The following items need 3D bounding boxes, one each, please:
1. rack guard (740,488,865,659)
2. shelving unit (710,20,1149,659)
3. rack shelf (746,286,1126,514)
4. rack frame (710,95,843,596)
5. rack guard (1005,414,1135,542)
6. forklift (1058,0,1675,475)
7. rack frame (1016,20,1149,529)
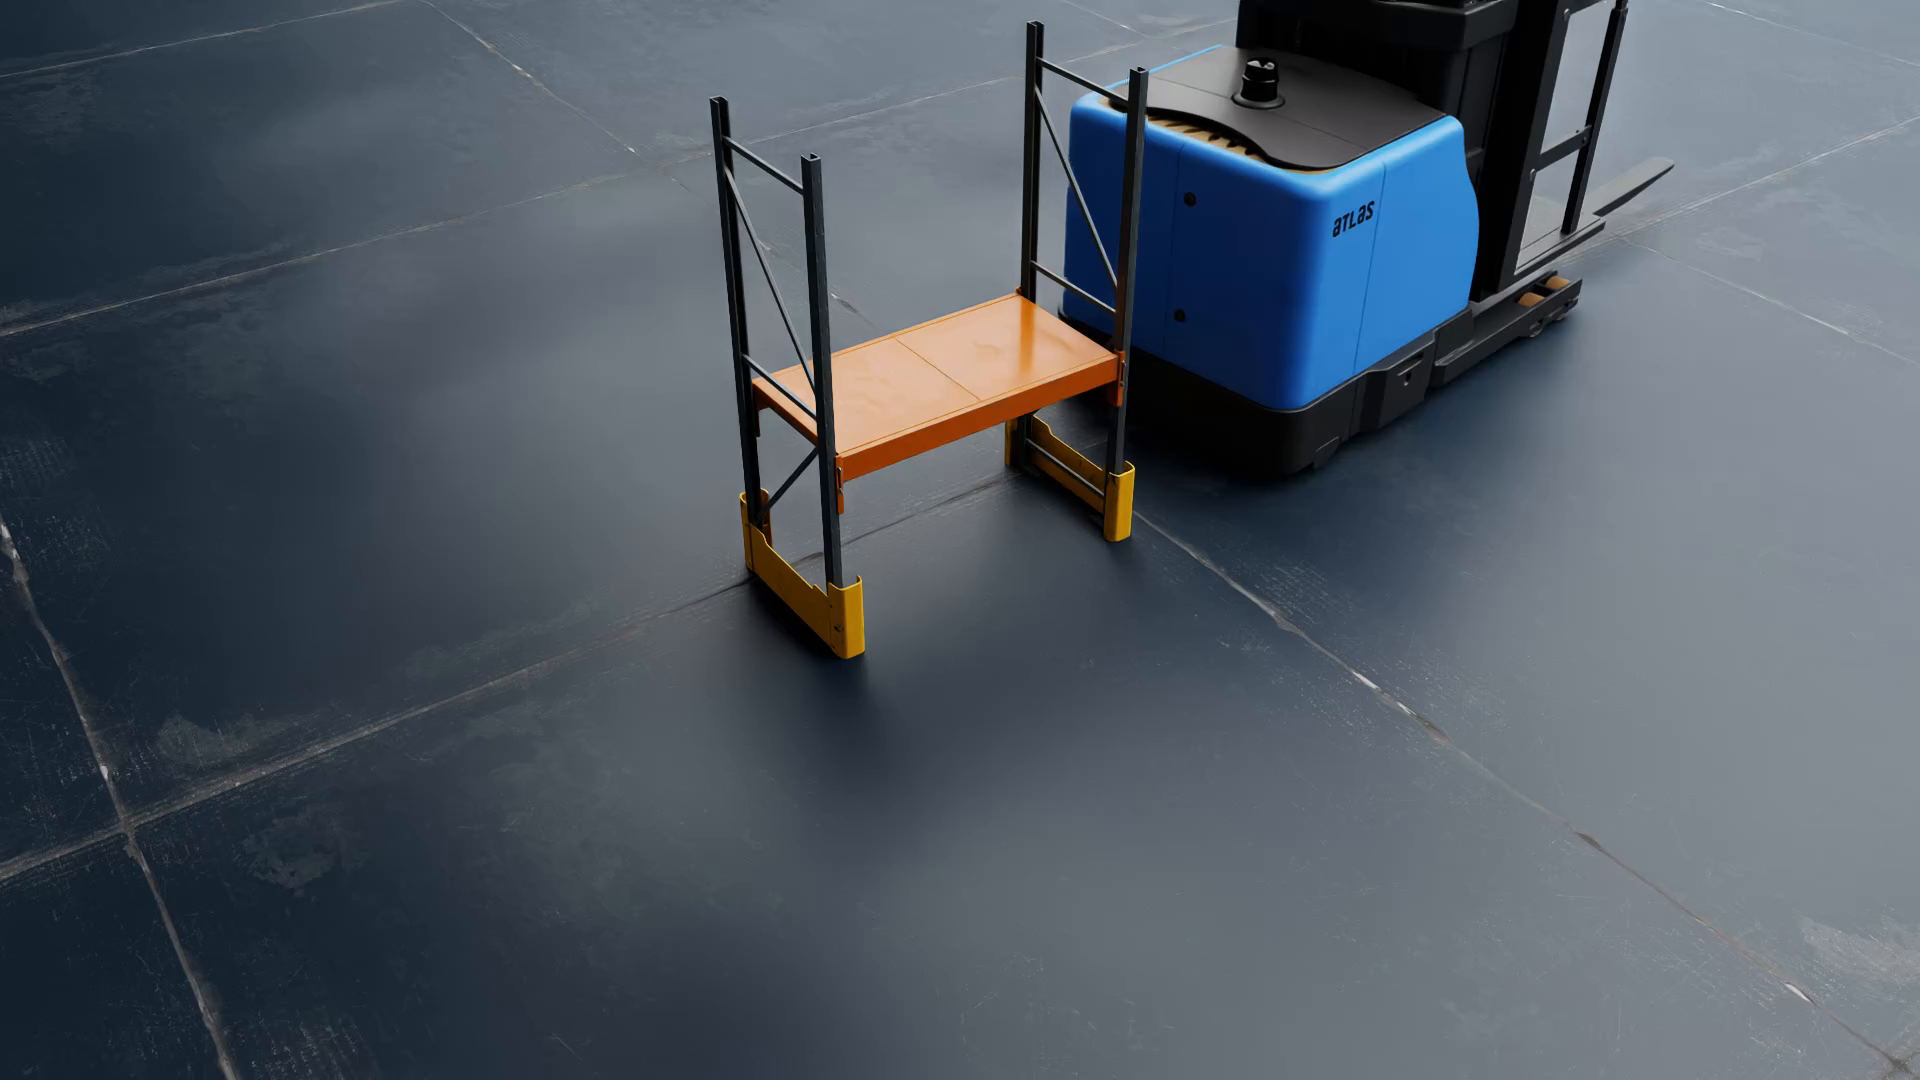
[{"bbox_3d":[-0.469,0.092,4.908,0.087,0.250,0.587,-22,41,-28],"label":"rack guard"},{"bbox_3d":[-0.062,-0.583,4.776,1.083,1.500,0.587,-22,41,-28],"label":"shelving unit"},{"bbox_3d":[-0.070,-0.434,4.877,1.000,0.185,0.538,-22,41,-28],"label":"rack shelf"},{"bbox_3d":[-0.485,-0.409,4.534,0.032,1.500,0.500,-22,41,-28],"label":"rack frame"},{"bbox_3d":[0.345,-0.243,5.374,0.087,0.250,0.587,-22,41,-28],"label":"rack guard"},{"bbox_3d":[1.750,-2.154,5.734,3.031,2.935,1.130,-30,45,-35],"label":"forklift"},{"bbox_3d":[0.346,-0.751,5.010,0.032,1.500,0.500,-22,41,-28],"label":"rack frame"}]
